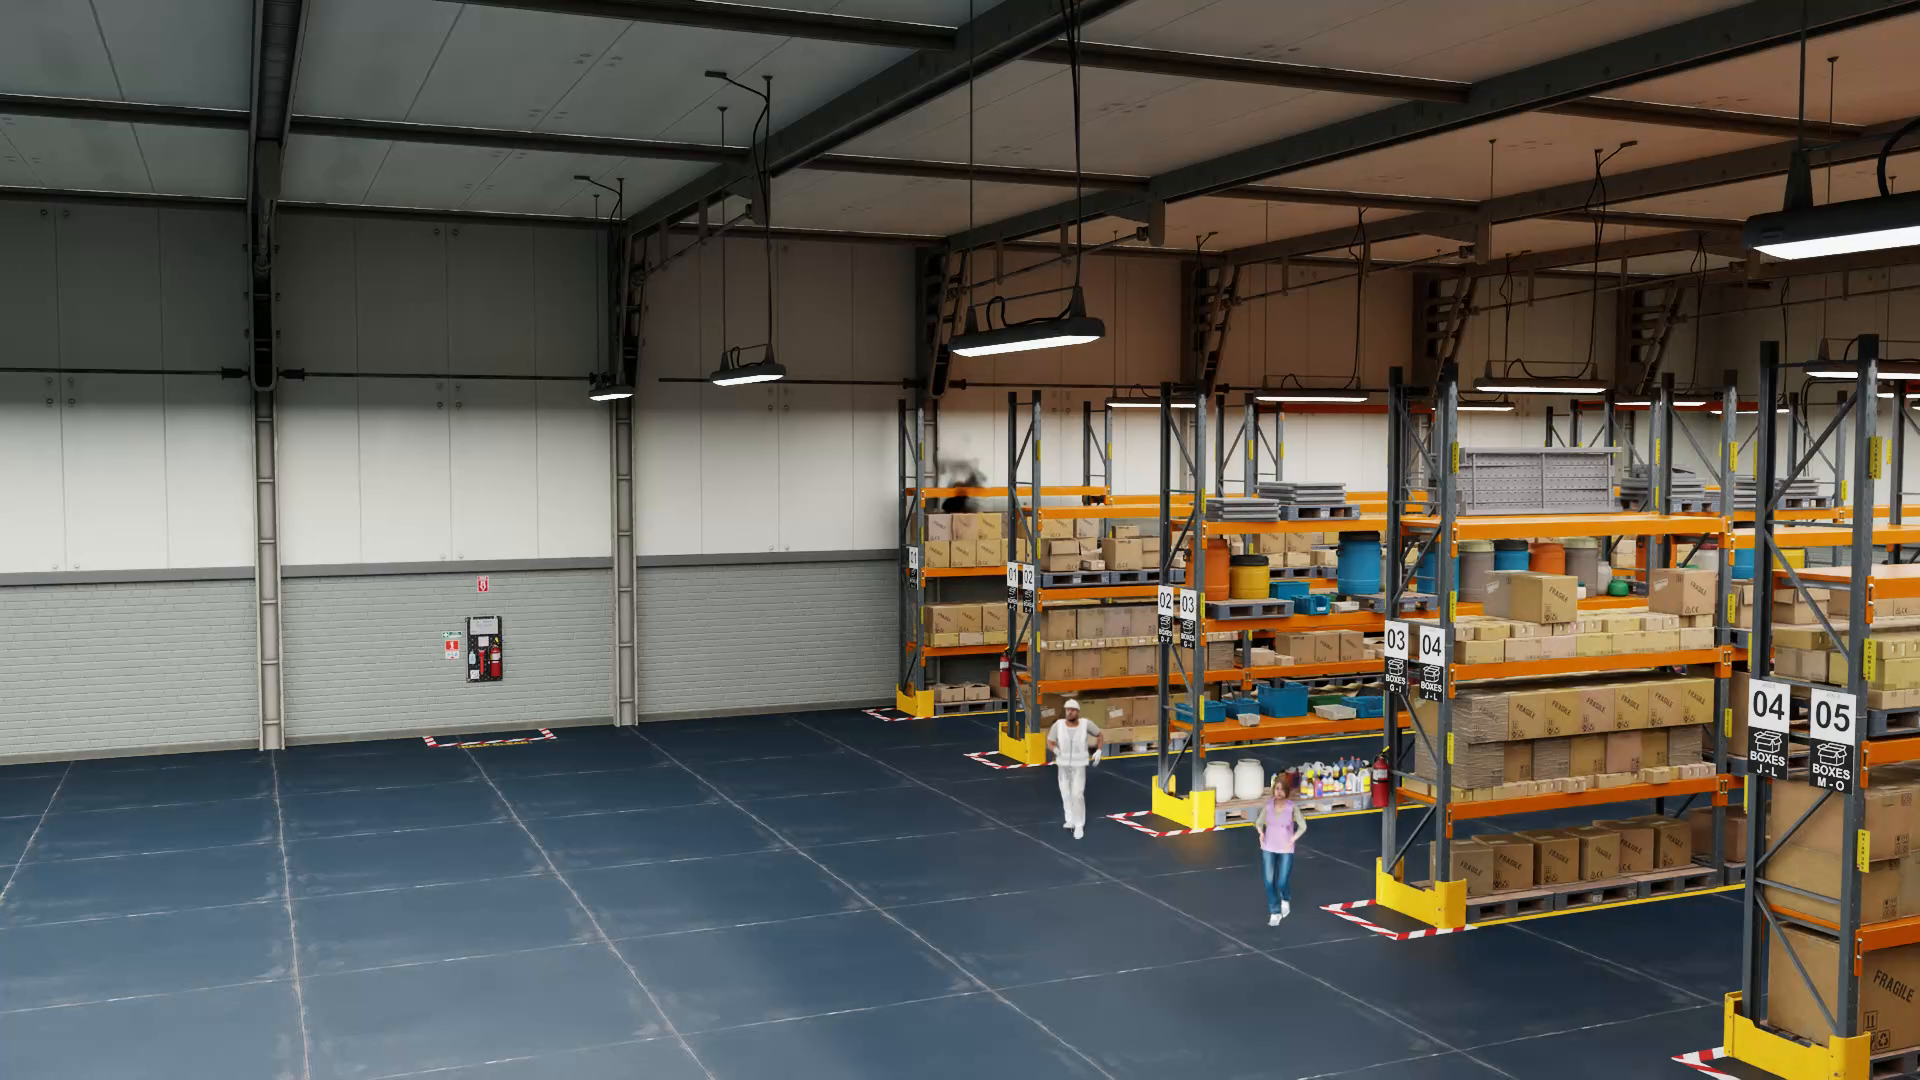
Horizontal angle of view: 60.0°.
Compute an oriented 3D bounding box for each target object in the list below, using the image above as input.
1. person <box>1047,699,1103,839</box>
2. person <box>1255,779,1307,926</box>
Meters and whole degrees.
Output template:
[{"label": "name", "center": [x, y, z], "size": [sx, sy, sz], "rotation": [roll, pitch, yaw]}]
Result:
[{"label": "person", "center": [1.488, 3.012, 21.863], "size": [0.713, 1.852, 0.751], "rotation": [1, 3, 14]}, {"label": "person", "center": [3.428, 3.357, 17.876], "size": [0.548, 1.582, 0.537], "rotation": [1, 4, 23]}]
